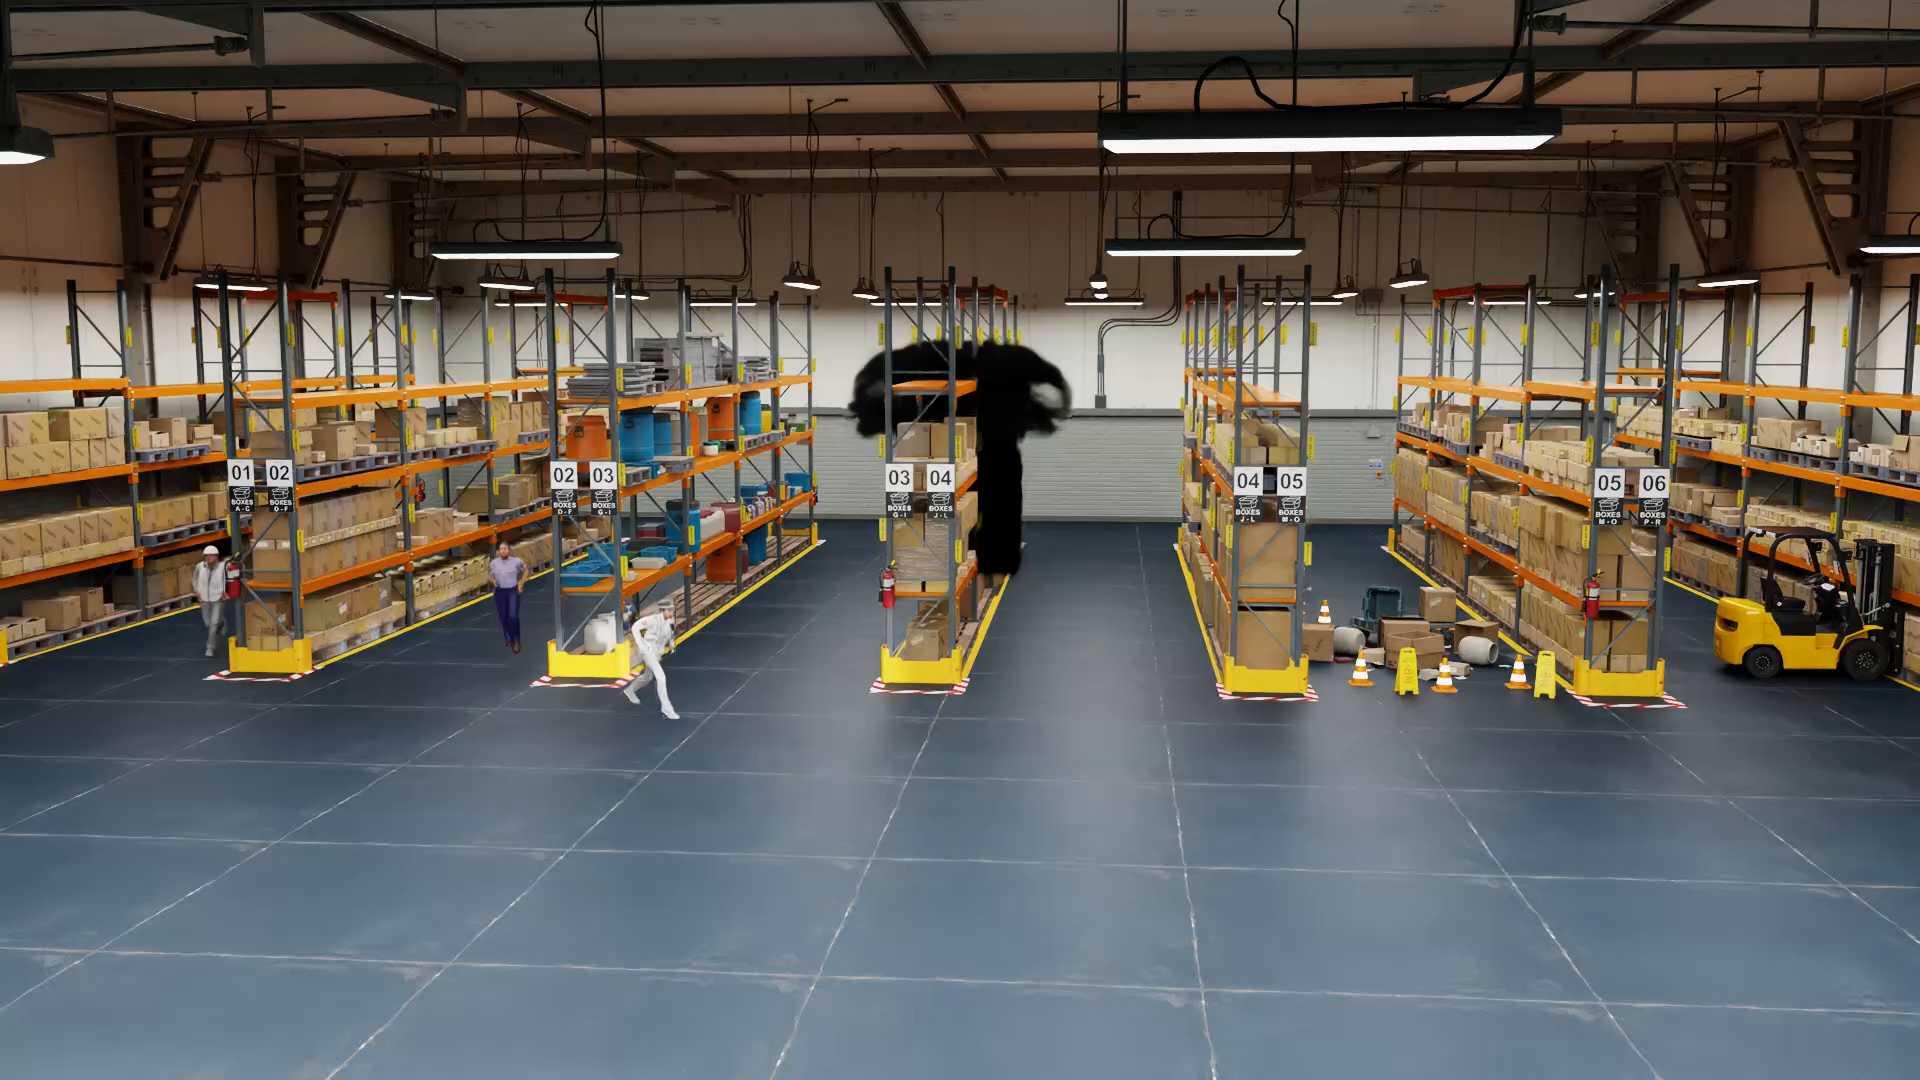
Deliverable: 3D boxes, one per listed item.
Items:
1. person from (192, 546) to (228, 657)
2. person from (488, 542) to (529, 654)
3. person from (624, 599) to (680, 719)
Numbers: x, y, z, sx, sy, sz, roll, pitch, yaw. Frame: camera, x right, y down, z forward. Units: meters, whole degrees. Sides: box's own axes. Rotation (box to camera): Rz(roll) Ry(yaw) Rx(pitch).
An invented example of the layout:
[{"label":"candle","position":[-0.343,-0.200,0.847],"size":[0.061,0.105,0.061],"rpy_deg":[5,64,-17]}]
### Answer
[{"label":"person","position":[-11.886,0.945,26.559],"size":[0.663,1.764,0.912],"rpy_deg":[0,7,-4]},{"label":"person","position":[-6.855,0.882,25.190],"size":[0.580,1.710,0.645],"rpy_deg":[-1,7,-5]},{"label":"person","position":[-4.146,1.557,22.128],"size":[0.980,1.627,0.655],"rpy_deg":[5,9,37]}]
